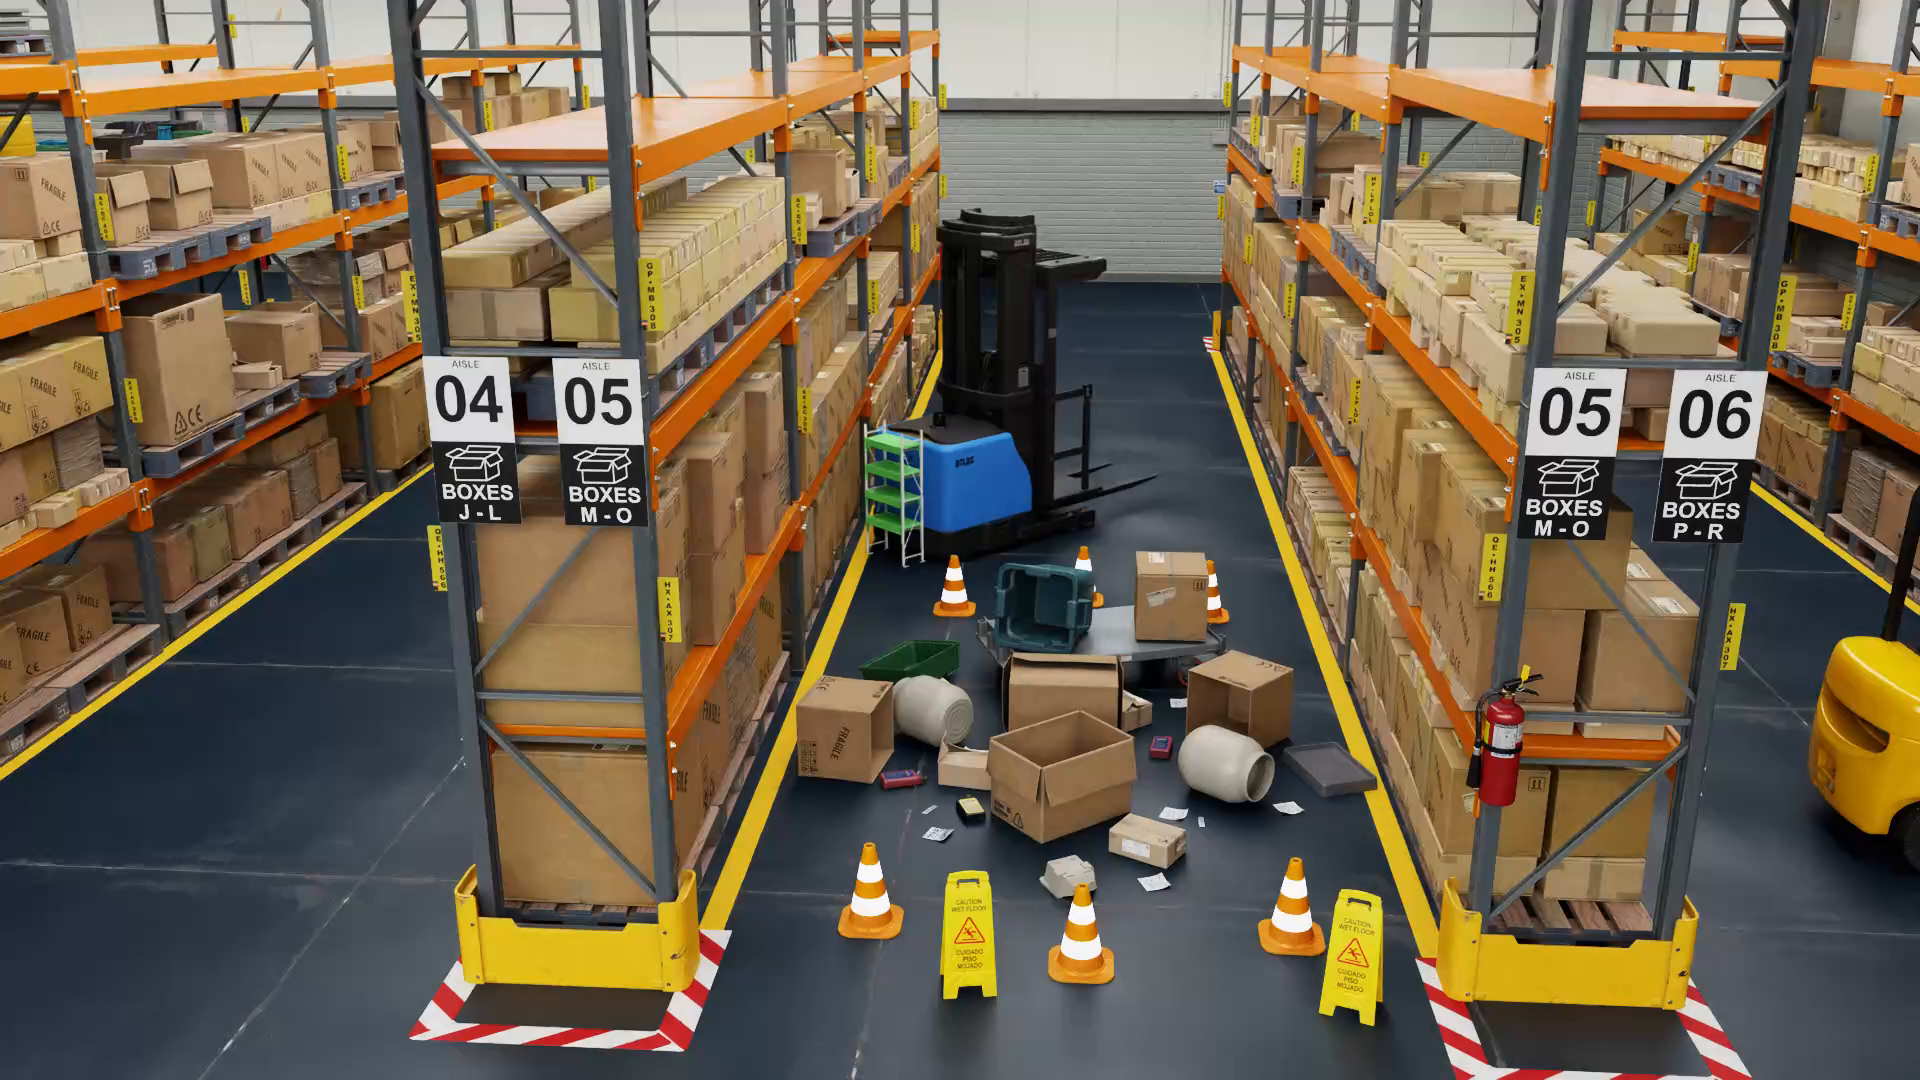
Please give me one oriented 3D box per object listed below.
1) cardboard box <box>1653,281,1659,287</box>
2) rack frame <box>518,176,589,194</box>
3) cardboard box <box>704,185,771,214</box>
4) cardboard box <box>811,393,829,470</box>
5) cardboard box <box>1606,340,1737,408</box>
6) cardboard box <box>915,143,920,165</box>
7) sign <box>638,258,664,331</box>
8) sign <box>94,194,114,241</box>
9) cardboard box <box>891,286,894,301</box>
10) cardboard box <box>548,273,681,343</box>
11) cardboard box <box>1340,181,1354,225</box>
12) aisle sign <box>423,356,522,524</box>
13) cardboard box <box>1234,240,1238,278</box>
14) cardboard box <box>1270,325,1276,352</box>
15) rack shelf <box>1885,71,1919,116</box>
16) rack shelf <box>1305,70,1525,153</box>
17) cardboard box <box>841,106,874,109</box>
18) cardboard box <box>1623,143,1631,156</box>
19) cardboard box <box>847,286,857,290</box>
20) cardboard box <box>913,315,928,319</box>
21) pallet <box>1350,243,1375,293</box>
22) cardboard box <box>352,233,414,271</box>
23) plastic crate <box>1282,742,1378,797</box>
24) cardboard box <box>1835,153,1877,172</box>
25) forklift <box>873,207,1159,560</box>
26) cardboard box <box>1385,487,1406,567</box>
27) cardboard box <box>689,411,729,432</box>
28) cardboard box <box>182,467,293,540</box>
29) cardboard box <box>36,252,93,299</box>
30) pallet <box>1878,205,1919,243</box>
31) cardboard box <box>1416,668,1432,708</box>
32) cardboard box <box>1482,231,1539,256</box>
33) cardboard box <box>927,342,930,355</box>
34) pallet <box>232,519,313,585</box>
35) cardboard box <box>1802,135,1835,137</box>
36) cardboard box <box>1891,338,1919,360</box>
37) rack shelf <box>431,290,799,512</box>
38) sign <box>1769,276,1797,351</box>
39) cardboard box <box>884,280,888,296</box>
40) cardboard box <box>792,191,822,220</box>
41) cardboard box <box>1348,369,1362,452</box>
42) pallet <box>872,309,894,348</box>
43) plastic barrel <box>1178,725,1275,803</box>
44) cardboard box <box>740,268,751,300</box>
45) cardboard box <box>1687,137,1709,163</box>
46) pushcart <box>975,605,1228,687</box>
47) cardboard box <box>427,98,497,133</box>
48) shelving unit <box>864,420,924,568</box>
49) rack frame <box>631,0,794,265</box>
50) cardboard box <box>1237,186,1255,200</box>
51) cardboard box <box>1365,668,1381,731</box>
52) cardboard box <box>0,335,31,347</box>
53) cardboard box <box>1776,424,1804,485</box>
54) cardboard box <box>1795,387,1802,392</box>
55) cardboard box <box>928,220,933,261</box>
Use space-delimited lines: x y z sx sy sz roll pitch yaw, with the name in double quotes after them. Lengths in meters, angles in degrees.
8.622 -3.079 20.234 0.380 0.149 0.250 1 18 3 "cardboard box"
-5.726 -4.344 23.690 1.000 3.000 0.127 1 18 4 "rack frame"
-1.391 -2.130 10.403 0.380 0.149 0.250 1 18 4 "cardboard box"
-1.305 -0.837 12.825 0.500 0.500 0.500 1 18 4 "cardboard box"
3.313 -0.799 7.818 0.500 0.250 0.500 1 18 3 "cardboard box"
-0.750 -4.607 19.917 0.500 0.250 0.500 1 18 3 "cardboard box"
-1.380 -1.097 7.432 0.100 0.325 0.005 1 18 4 "sign"
-6.044 -2.278 11.738 0.100 0.325 0.005 1 18 4 "sign"
-0.942 -2.754 18.566 0.380 0.149 0.250 1 18 4 "cardboard box"
-1.642 -1.119 7.960 0.500 0.250 0.500 1 18 4 "cardboard box"
3.504 -2.638 13.501 0.797 0.503 0.637 1 18 4 "cardboard box"
-2.237 -0.453 7.639 0.394 0.787 0.004 1 18 4 "aisle sign"
3.756 -3.556 21.126 0.500 0.500 0.500 2 18 6 "cardboard box"
3.435 -2.045 16.914 0.500 0.250 0.500 1 18 3 "cardboard box"
8.393 -3.226 12.442 1.077 0.370 4.000 1 18 4 "rack shelf"
3.442 -3.336 12.776 1.077 0.370 4.000 1 18 4 "rack shelf"
-1.256 -5.246 20.424 0.380 0.149 0.250 1 18 4 "cardboard box"
8.706 -4.989 21.244 0.380 0.149 0.250 2 18 5 "cardboard box"
-1.075 -2.461 16.717 0.380 0.149 0.250 1 18 2 "cardboard box"
-0.620 -2.920 22.293 0.380 0.149 0.250 1 18 2 "cardboard box"
3.449 -1.921 11.781 1.213 0.211 1.003 1 18 4 "pallet"
-6.140 -3.021 17.881 0.797 0.503 0.637 2 18 6 "cardboard box"
2.368 1.461 10.663 0.402 0.080 0.583 -5 19 -15 "plastic crate"
8.359 -3.490 15.389 0.380 0.149 0.250 1 18 2 "cardboard box"
0.636 -1.583 15.375 3.031 2.935 1.130 -16 24 -40 "forklift"
2.927 -0.142 10.228 0.500 0.500 0.500 1 18 3 "cardboard box"
-1.836 -0.443 9.809 0.875 0.550 0.500 1 18 4 "cardboard box"
-6.388 -0.323 14.727 0.700 0.500 0.500 3 18 9 "cardboard box"
-6.359 -1.824 11.422 0.500 0.250 0.500 2 18 6 "cardboard box"
8.577 -2.651 14.010 1.213 0.211 1.003 2 18 6 "pallet"
2.789 0.841 9.362 0.380 0.149 0.250 2 18 5 "cardboard box"
3.443 -1.816 10.281 0.380 0.149 0.250 2 18 5 "cardboard box"
-0.598 -2.559 22.145 0.380 0.149 0.250 0 18 1 "cardboard box"
-6.447 0.086 14.647 1.003 0.211 1.213 1 18 4 "pallet"
8.885 -4.130 17.312 0.380 0.149 0.250 2 18 5 "cardboard box"
8.209 -1.628 14.200 0.380 0.149 0.250 2 18 5 "cardboard box"
-1.790 -0.937 9.631 1.077 0.370 4.000 1 18 4 "rack shelf"
3.553 -0.982 7.209 0.100 0.325 0.005 1 18 4 "sign"
-0.978 -2.728 18.011 0.380 0.149 0.250 0 18 1 "cardboard box"
-1.301 -2.660 13.114 0.396 0.266 0.258 1 18 4 "cardboard box"
3.102 -0.933 11.967 0.500 0.500 0.500 1 18 3 "cardboard box"
-1.258 -2.242 17.582 1.003 0.211 1.213 1 18 4 "pallet"
1.650 1.396 10.311 0.512 0.421 0.421 17 25 41 "plastic barrel"
-1.443 -1.512 9.799 0.380 0.149 0.250 1 18 3 "cardboard box"
8.608 -4.422 18.873 0.500 0.250 0.500 1 18 4 "cardboard box"
1.021 0.815 12.157 1.648 0.377 0.936 -5 19 -15 "pushcart"
-6.017 -5.066 20.081 0.700 0.500 0.500 0 18 1 "cardboard box"
-0.579 -0.407 14.564 0.258 1.200 0.503 -16 24 -40 "shelving unit"
-1.646 -3.326 10.948 1.000 3.000 0.127 1 18 4 "rack frame"
3.704 -4.369 20.958 0.380 0.149 0.250 1 18 3 "cardboard box"
2.960 1.055 10.956 0.500 0.250 0.500 2 18 7 "cardboard box"
-6.872 -1.147 11.689 0.500 0.500 0.500 1 18 4 "cardboard box"
8.398 -0.831 16.310 0.500 0.500 0.500 1 18 3 "cardboard box"
9.034 -1.567 17.513 0.380 0.149 0.250 2 18 5 "cardboard box"
-0.630 -3.928 21.782 0.500 0.500 0.500 1 18 4 "cardboard box"
